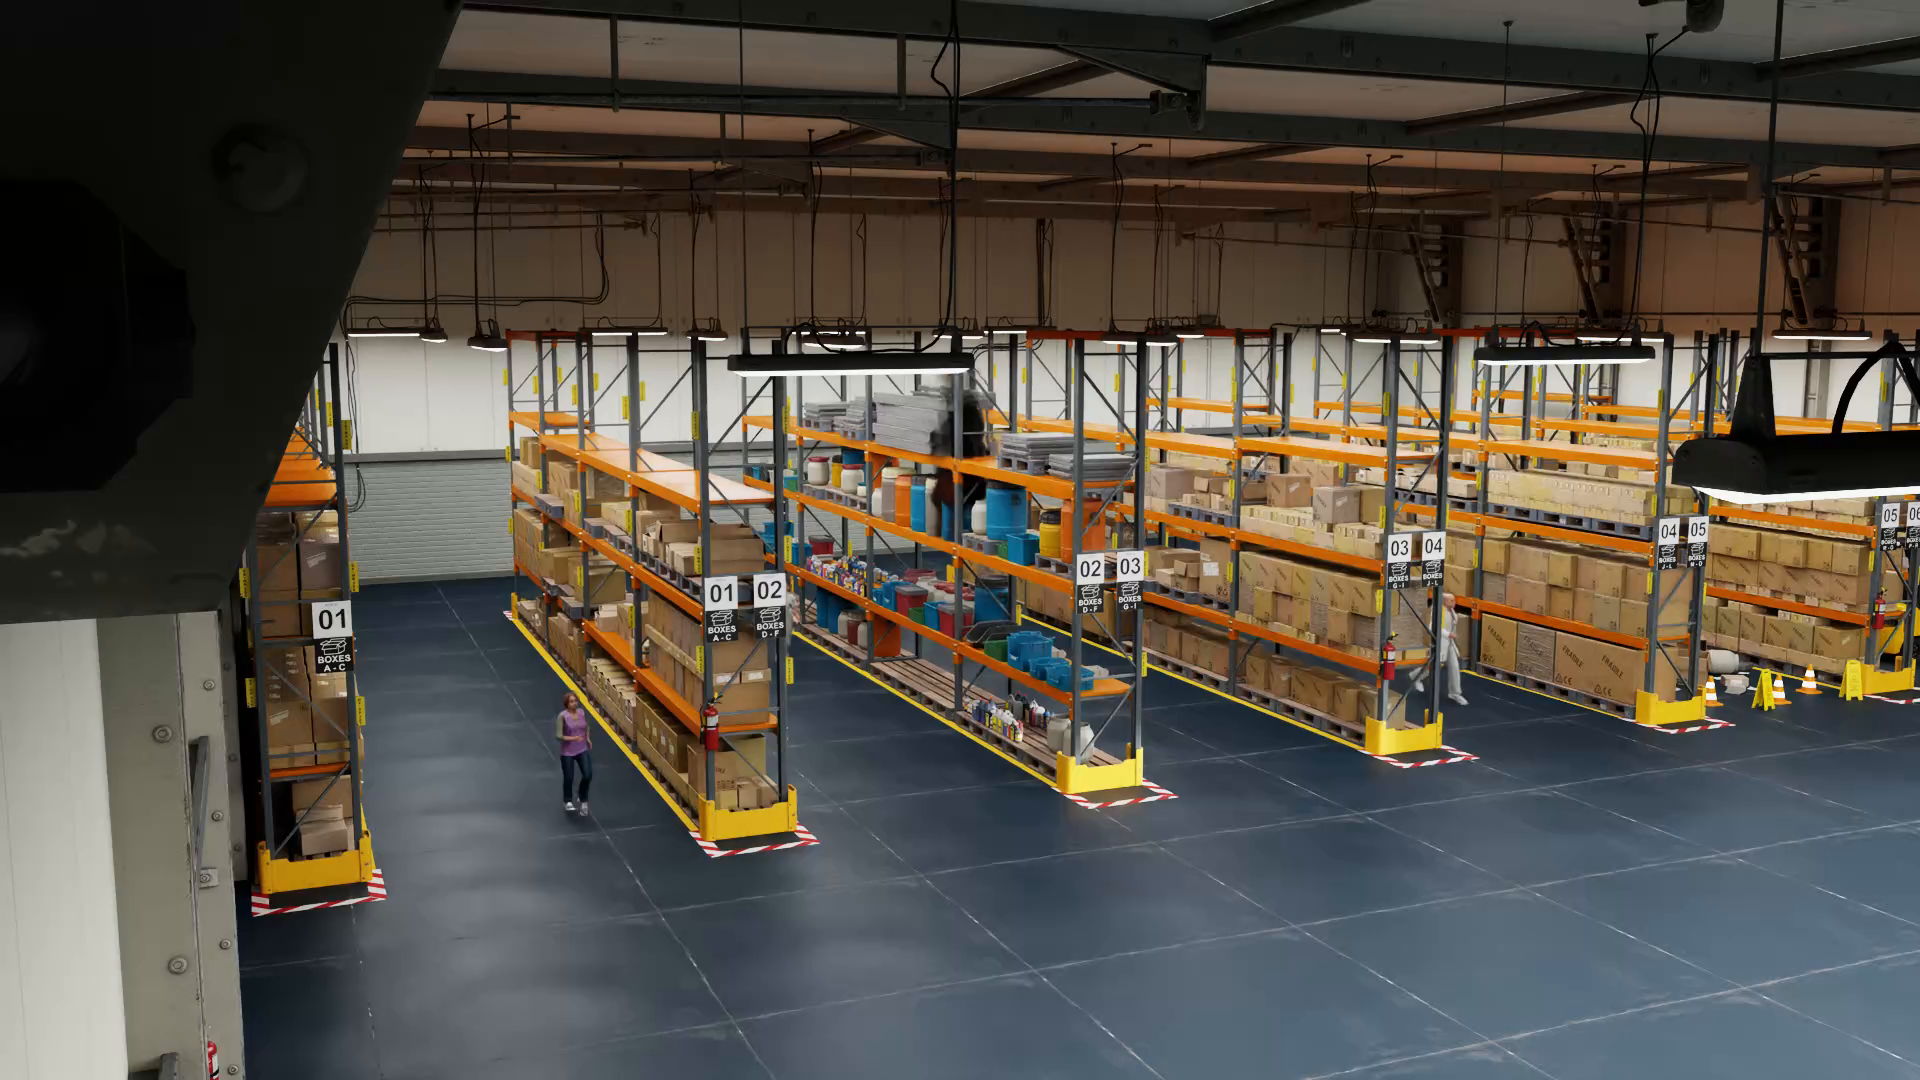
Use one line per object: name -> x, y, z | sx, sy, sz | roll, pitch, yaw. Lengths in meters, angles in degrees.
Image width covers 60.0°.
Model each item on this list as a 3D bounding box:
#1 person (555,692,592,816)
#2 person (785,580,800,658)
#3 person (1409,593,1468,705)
person -> -4.847, 2.699, 20.954 | 0.508, 1.598, 0.662 | -5, 9, -30
person -> -3.169, 1.504, 29.609 | 0.547, 1.654, 0.877 | -4, 9, -25
person -> 7.903, 1.744, 27.320 | 0.734, 1.782, 1.106 | -7, 11, -42
